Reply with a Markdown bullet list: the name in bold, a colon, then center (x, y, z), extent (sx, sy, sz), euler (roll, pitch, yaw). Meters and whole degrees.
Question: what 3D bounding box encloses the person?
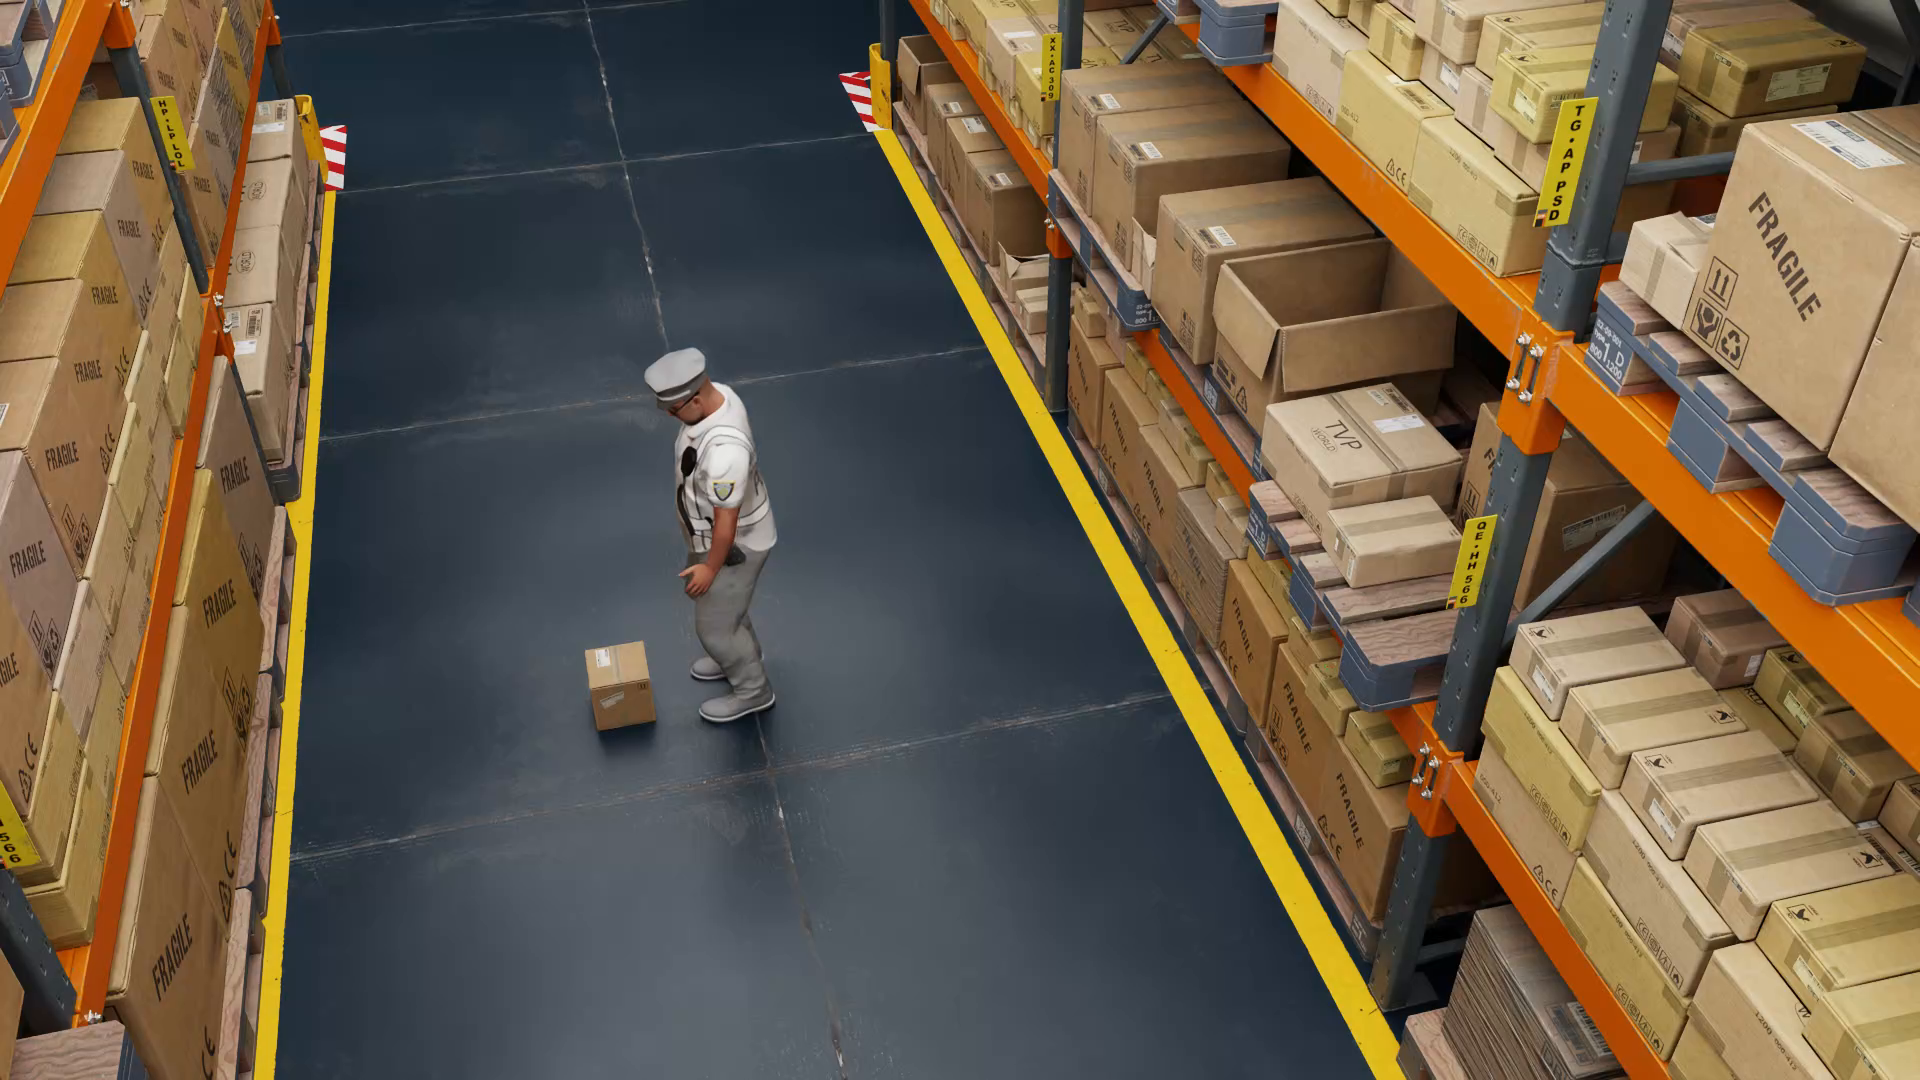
- **person**: center (-0.968, -0.008, 6.754), extent (0.440, 1.723, 0.547), euler (-9, 39, -11)
